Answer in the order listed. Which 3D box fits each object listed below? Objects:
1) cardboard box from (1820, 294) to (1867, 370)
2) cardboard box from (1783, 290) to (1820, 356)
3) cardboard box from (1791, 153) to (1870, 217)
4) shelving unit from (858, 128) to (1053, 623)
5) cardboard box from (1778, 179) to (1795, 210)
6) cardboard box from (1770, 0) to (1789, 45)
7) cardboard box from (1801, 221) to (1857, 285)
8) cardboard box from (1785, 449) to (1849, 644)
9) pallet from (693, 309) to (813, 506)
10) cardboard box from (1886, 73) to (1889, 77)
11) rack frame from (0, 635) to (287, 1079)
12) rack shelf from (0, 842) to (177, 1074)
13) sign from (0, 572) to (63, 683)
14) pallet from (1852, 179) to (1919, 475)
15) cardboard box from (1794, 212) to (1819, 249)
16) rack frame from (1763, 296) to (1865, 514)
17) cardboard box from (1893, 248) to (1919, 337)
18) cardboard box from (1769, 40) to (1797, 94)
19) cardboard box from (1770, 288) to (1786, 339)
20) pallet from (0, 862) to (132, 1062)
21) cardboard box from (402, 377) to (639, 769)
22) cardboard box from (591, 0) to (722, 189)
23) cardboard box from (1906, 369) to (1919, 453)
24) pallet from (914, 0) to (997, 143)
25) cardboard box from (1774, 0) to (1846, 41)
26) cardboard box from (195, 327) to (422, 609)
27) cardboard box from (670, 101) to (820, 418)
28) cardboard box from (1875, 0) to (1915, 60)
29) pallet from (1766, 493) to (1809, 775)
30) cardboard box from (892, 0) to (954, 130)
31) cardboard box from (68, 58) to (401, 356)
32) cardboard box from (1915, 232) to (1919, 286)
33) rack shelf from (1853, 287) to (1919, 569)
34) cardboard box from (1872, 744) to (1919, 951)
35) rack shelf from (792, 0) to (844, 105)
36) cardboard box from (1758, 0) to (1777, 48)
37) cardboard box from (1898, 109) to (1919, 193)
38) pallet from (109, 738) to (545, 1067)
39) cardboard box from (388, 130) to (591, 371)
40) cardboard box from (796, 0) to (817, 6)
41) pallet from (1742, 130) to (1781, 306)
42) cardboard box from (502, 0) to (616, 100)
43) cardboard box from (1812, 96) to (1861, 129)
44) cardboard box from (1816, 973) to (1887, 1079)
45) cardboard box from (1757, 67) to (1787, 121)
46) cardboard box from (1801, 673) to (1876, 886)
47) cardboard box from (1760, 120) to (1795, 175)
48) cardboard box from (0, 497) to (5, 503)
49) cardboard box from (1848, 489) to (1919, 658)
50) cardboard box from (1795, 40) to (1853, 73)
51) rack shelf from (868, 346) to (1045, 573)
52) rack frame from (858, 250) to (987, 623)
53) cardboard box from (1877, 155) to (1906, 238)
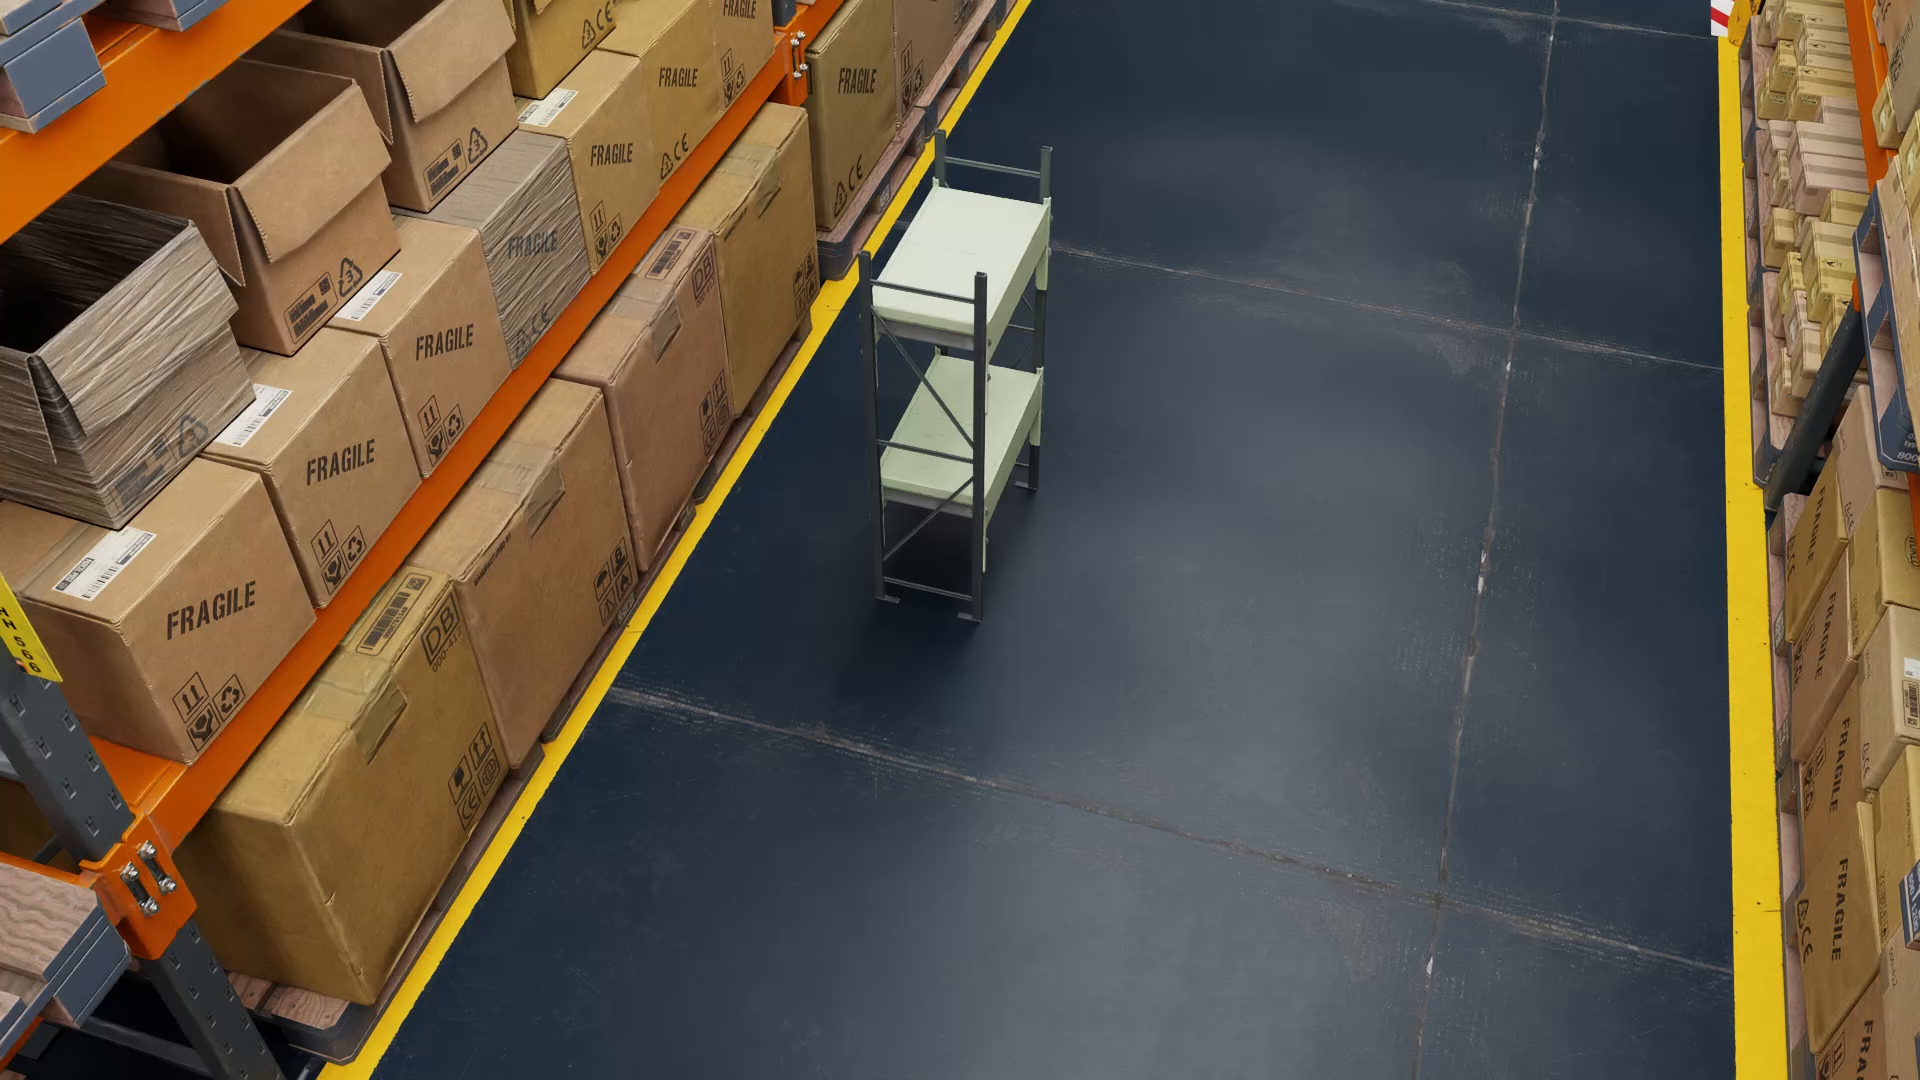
[{"bbox_3d":[3.430,-0.753,6.188,0.380,0.149,0.250,14,46,14],"label":"cardboard box"},{"bbox_3d":[3.433,-0.815,6.464,0.380,0.149,0.250,11,45,11],"label":"cardboard box"},{"bbox_3d":[3.685,-1.456,6.906,0.380,0.149,0.250,10,45,11],"label":"cardboard box"},{"bbox_3d":[-0.002,-0.532,5.721,0.431,1.500,0.755,13,46,12],"label":"shelving unit"},{"bbox_3d":[3.821,-1.432,7.306,0.380,0.149,0.250,13,46,13],"label":"cardboard box"},{"bbox_3d":[4.242,-2.556,8.242,0.380,0.149,0.250,12,46,12],"label":"cardboard box"},{"bbox_3d":[3.538,-1.100,6.542,0.380,0.149,0.250,12,46,12],"label":"cardboard box"},{"bbox_3d":[3.094,0.062,5.529,0.500,0.500,0.500,14,46,14],"label":"cardboard box"},{"bbox_3d":[-1.288,-0.708,6.823,1.003,0.211,1.213,13,46,13],"label":"pallet"},{"bbox_3d":[3.546,-1.628,5.948,0.380,0.149,0.250,14,46,14],"label":"cardboard box"},{"bbox_3d":[-2.337,0.431,3.665,1.000,3.000,0.127,13,46,13],"label":"rack frame"},{"bbox_3d":[-2.943,2.021,2.554,1.077,0.370,4.000,13,46,13],"label":"rack shelf"},{"bbox_3d":[-1.817,0.154,3.177,0.100,0.325,0.005,13,46,13],"label":"sign"},{"bbox_3d":[3.200,-0.570,4.825,1.003,0.211,1.213,13,46,13],"label":"pallet"},{"bbox_3d":[3.725,-1.318,6.977,0.380,0.149,0.250,14,46,13],"label":"cardboard box"},{"bbox_3d":[3.570,-1.117,5.247,1.000,3.000,0.127,13,46,13],"label":"rack frame"},{"bbox_3d":[2.855,-0.661,4.660,0.380,0.149,0.250,13,46,13],"label":"cardboard box"},{"bbox_3d":[4.071,-2.226,7.905,0.380,0.149,0.250,14,46,14],"label":"cardboard box"},{"bbox_3d":[3.541,-0.927,6.791,0.380,0.149,0.250,11,45,11],"label":"cardboard box"},{"bbox_3d":[-2.452,0.997,3.224,1.213,0.211,1.003,13,46,13],"label":"pallet"},{"bbox_3d":[-1.831,-0.008,5.332,1.225,0.875,0.875,13,46,13],"label":"cardboard box"},{"bbox_3d":[-1.164,-1.573,5.641,0.500,0.500,0.500,14,46,14],"label":"cardboard box"},{"bbox_3d":[2.701,-0.324,4.316,0.380,0.149,0.250,11,45,11],"label":"cardboard box"},{"bbox_3d":[-0.453,-2.545,8.700,1.003,0.211,1.213,13,46,12],"label":"pallet"},{"bbox_3d":[4.132,-2.500,7.973,0.380,0.149,0.250,12,46,12],"label":"cardboard box"},{"bbox_3d":[-1.777,-0.215,4.254,0.500,0.500,0.500,11,46,11],"label":"cardboard box"},{"bbox_3d":[-1.301,-1.195,6.546,1.225,0.875,0.875,13,46,13],"label":"cardboard box"},{"bbox_3d":[3.606,-1.988,5.852,0.500,0.500,0.500,11,46,11],"label":"cardboard box"},{"bbox_3d":[3.336,0.399,5.692,1.003,0.211,1.213,13,46,13],"label":"pallet"},{"bbox_3d":[-0.577,-2.649,8.031,0.875,0.875,0.875,13,46,13],"label":"cardboard box"},{"bbox_3d":[-1.901,-0.881,4.217,0.797,0.503,0.637,14,46,13],"label":"cardboard box"},{"bbox_3d":[2.858,-0.774,4.562,0.380,0.149,0.250,14,46,13],"label":"cardboard box"},{"bbox_3d":[2.965,0.473,4.136,1.077,0.370,4.000,13,46,13],"label":"rack shelf"},{"bbox_3d":[2.628,0.838,4.199,0.500,0.250,0.500,14,46,13],"label":"cardboard box"},{"bbox_3d":[-0.520,-3.311,8.004,1.077,0.370,4.000,13,46,13],"label":"rack shelf"},{"bbox_3d":[4.318,-2.633,8.534,0.380,0.149,0.250,13,46,13],"label":"cardboard box"},{"bbox_3d":[3.013,-1.119,4.915,0.380,0.149,0.250,13,46,13],"label":"cardboard box"},{"bbox_3d":[-2.027,0.918,5.161,1.003,0.211,1.213,13,46,13],"label":"pallet"},{"bbox_3d":[-1.472,-0.890,4.944,0.500,0.500,0.500,13,46,13],"label":"cardboard box"},{"bbox_3d":[-0.719,-2.272,6.607,0.380,0.149,0.250,13,46,13],"label":"cardboard box"},{"bbox_3d":[4.108,-1.392,7.521,1.003,0.211,1.213,13,46,13],"label":"pallet"},{"bbox_3d":[-1.530,-1.747,5.102,0.797,0.503,0.637,13,46,13],"label":"cardboard box"},{"bbox_3d":[3.935,-1.781,7.238,0.380,0.149,0.250,13,46,13],"label":"cardboard box"},{"bbox_3d":[2.470,1.453,4.108,0.500,0.500,0.500,14,46,14],"label":"cardboard box"},{"bbox_3d":[4.066,-2.127,8.017,0.380,0.149,0.250,13,46,13],"label":"cardboard box"},{"bbox_3d":[2.790,0.767,4.808,0.500,0.500,0.500,13,46,13],"label":"cardboard box"},{"bbox_3d":[3.921,-1.790,7.672,0.380,0.149,0.250,10,45,11],"label":"cardboard box"},{"bbox_3d":[-2.424,0.014,4.020,0.500,0.500,0.500,14,46,14],"label":"cardboard box"},{"bbox_3d":[2.936,0.150,4.903,0.500,0.250,0.500,14,46,14],"label":"cardboard box"},{"bbox_3d":[4.043,-2.134,7.599,0.380,0.149,0.250,14,46,14],"label":"cardboard box"},{"bbox_3d":[-0.002,-0.299,5.949,0.431,0.370,0.720,13,46,12],"label":"rack shelf"},{"bbox_3d":[-0.113,-0.288,5.472,0.400,1.500,0.023,13,46,12],"label":"rack frame"},{"bbox_3d":[3.013,-1.013,5.019,0.380,0.149,0.250,11,45,11],"label":"cardboard box"}]
